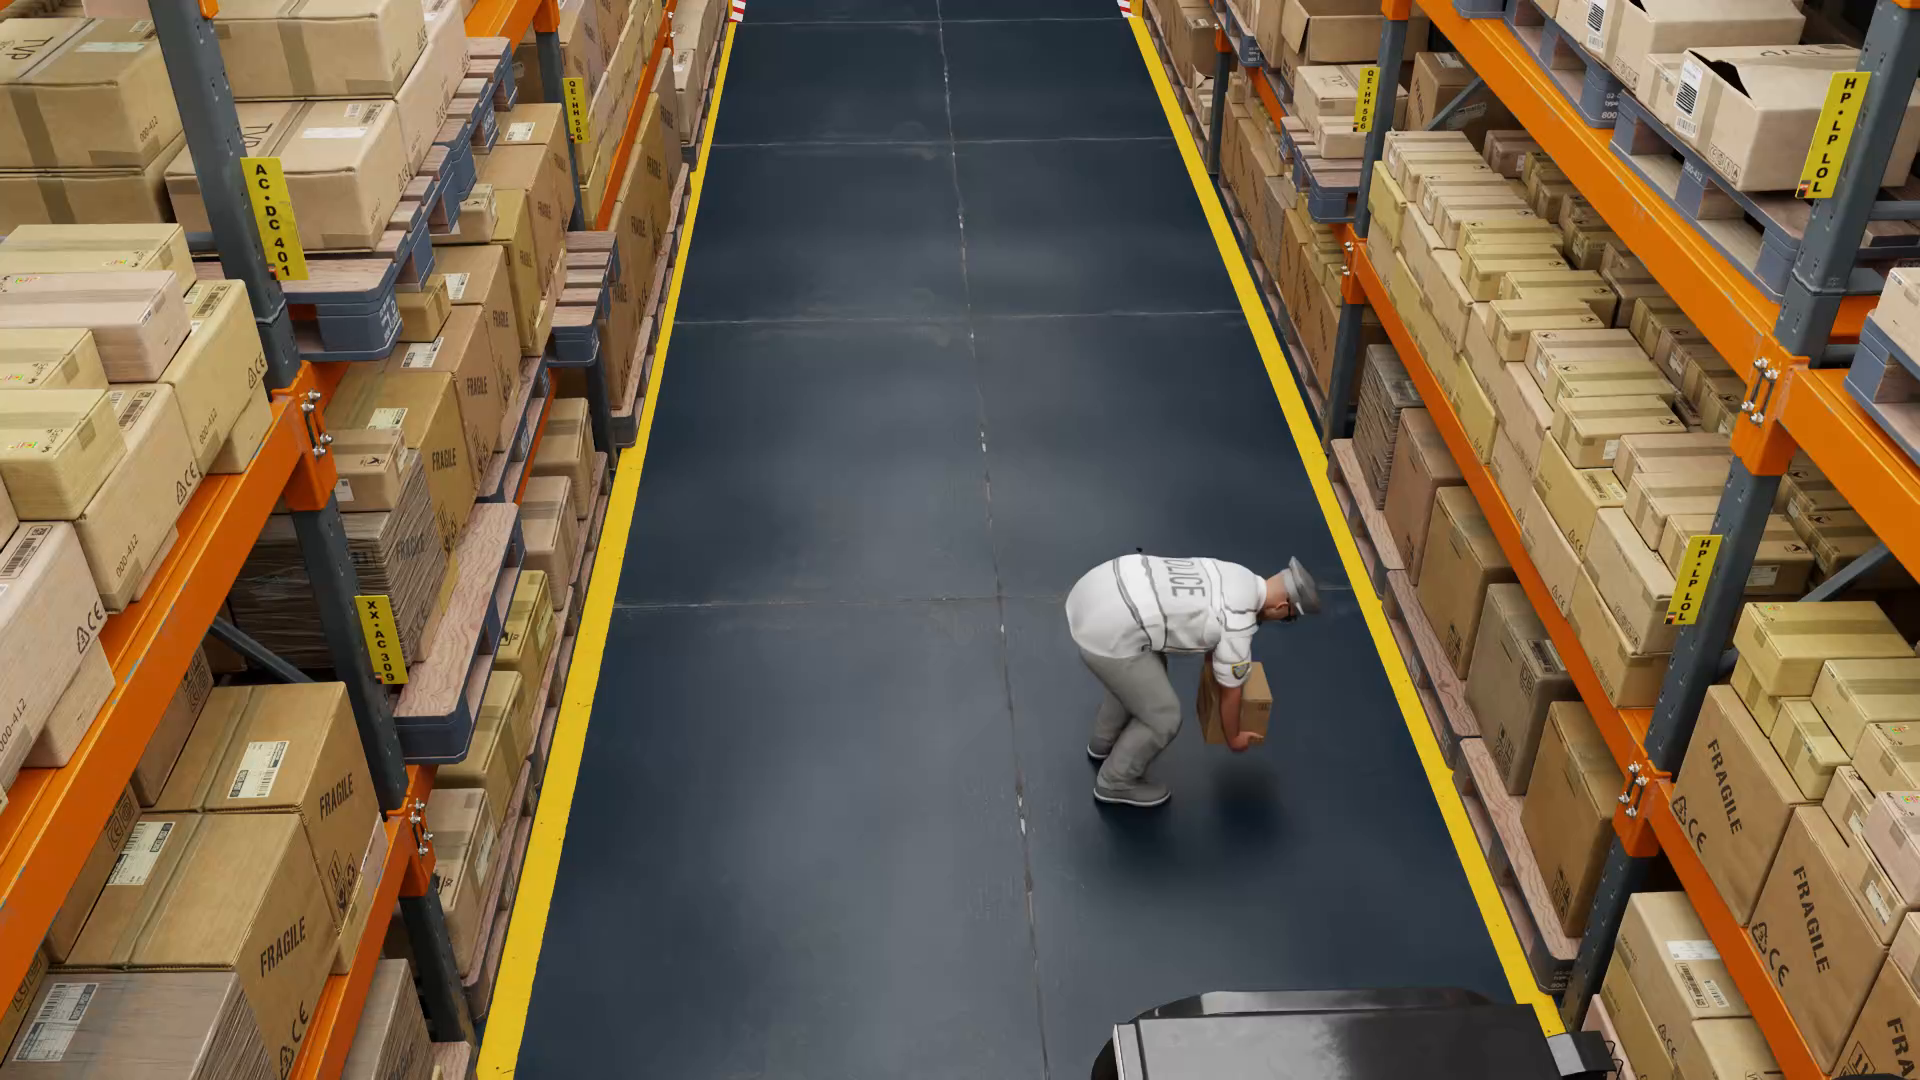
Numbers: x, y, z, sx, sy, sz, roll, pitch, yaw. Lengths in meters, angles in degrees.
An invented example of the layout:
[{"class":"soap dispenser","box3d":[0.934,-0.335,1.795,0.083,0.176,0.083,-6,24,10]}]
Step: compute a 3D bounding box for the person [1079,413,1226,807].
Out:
[{"class":"person","box3d":[0.760,0.279,6.725,0.573,1.767,0.493,-1,35,-2]}]
